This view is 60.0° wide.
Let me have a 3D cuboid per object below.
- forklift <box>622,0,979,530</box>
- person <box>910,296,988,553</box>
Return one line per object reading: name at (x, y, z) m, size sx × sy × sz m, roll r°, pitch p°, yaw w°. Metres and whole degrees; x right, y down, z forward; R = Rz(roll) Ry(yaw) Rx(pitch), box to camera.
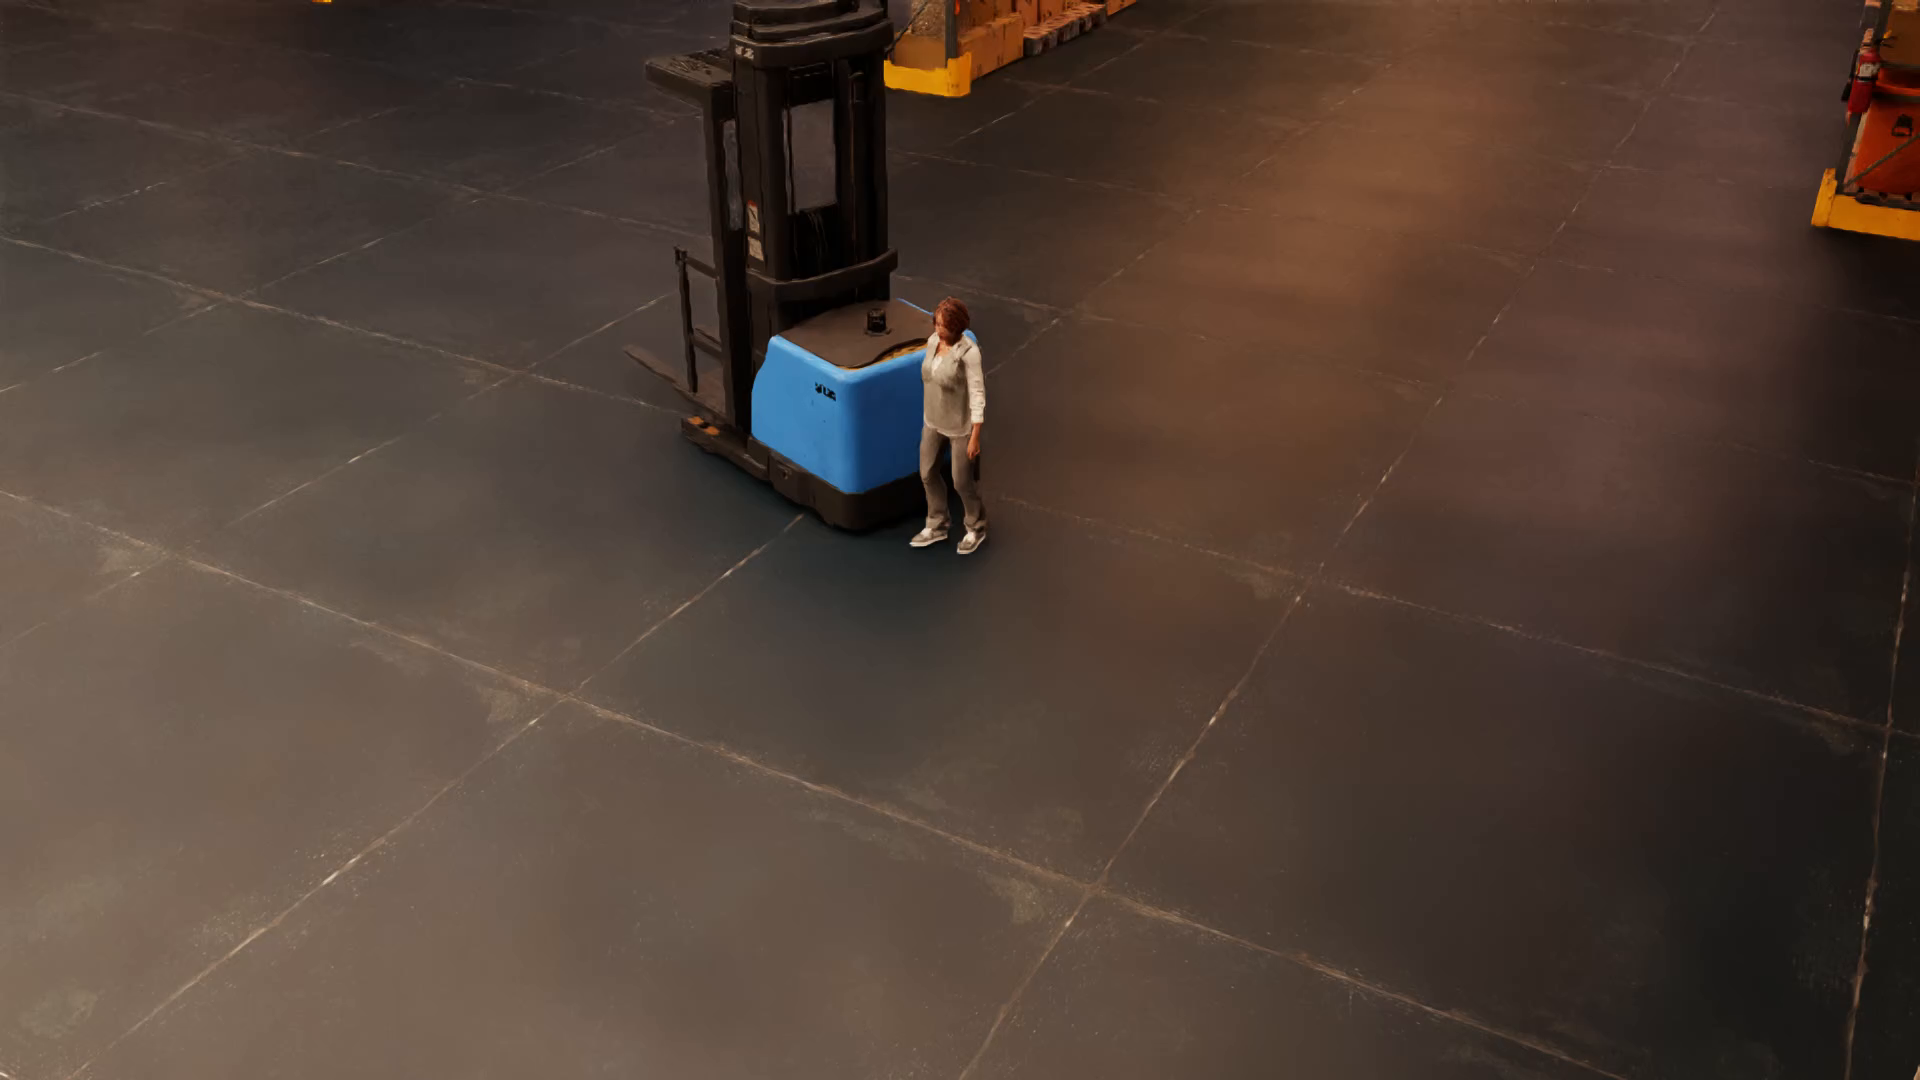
forklift at (-1.210, -1.996, 10.529) m, size 1.130 × 2.935 × 3.031 m, roll -23°, pitch 37°, yaw -34°
person at (-0.028, -0.649, 9.551) m, size 0.438 × 1.582 × 0.528 m, roll -26°, pitch 39°, yaw -38°
